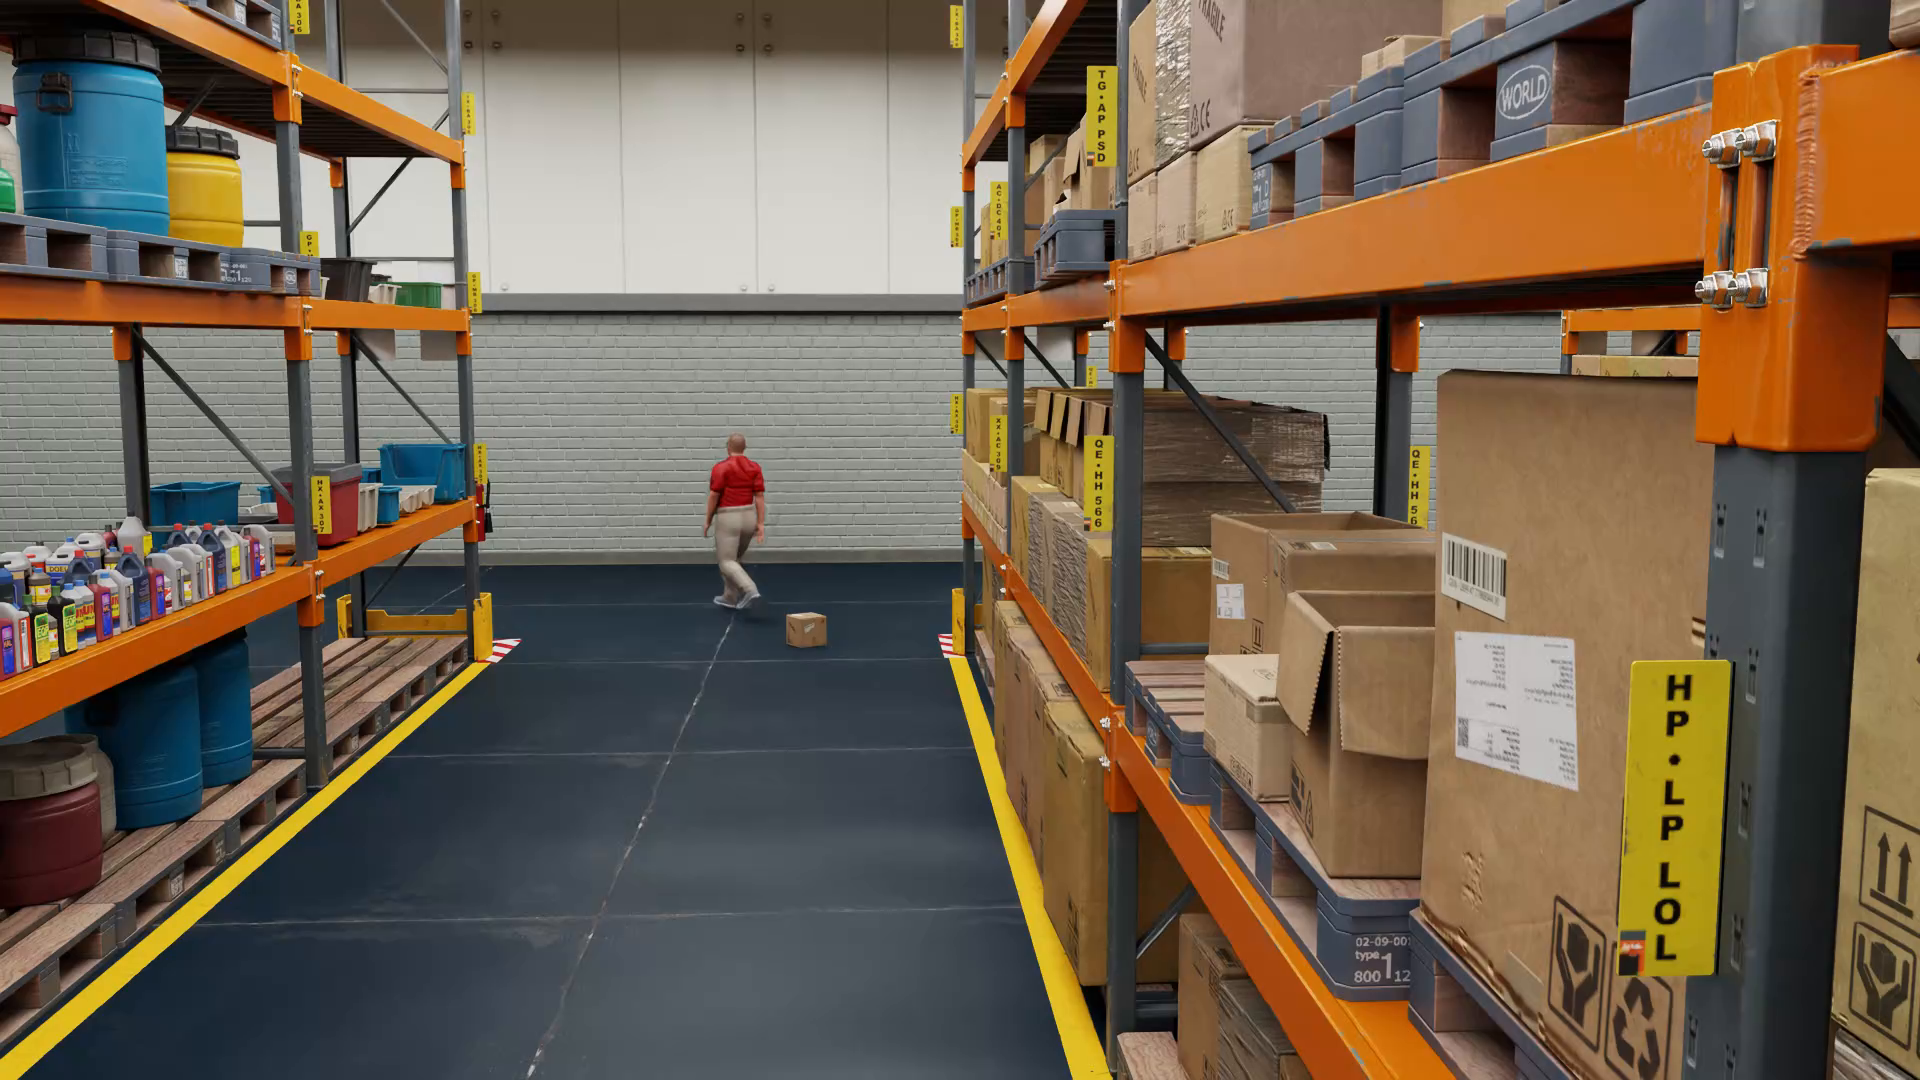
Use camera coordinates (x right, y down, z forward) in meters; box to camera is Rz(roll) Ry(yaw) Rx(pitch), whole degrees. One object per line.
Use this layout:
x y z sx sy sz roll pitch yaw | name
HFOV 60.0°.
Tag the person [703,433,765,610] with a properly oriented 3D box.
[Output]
-2.105 -0.161 15.612 0.531 1.678 0.996 -6 9 -41 | person
